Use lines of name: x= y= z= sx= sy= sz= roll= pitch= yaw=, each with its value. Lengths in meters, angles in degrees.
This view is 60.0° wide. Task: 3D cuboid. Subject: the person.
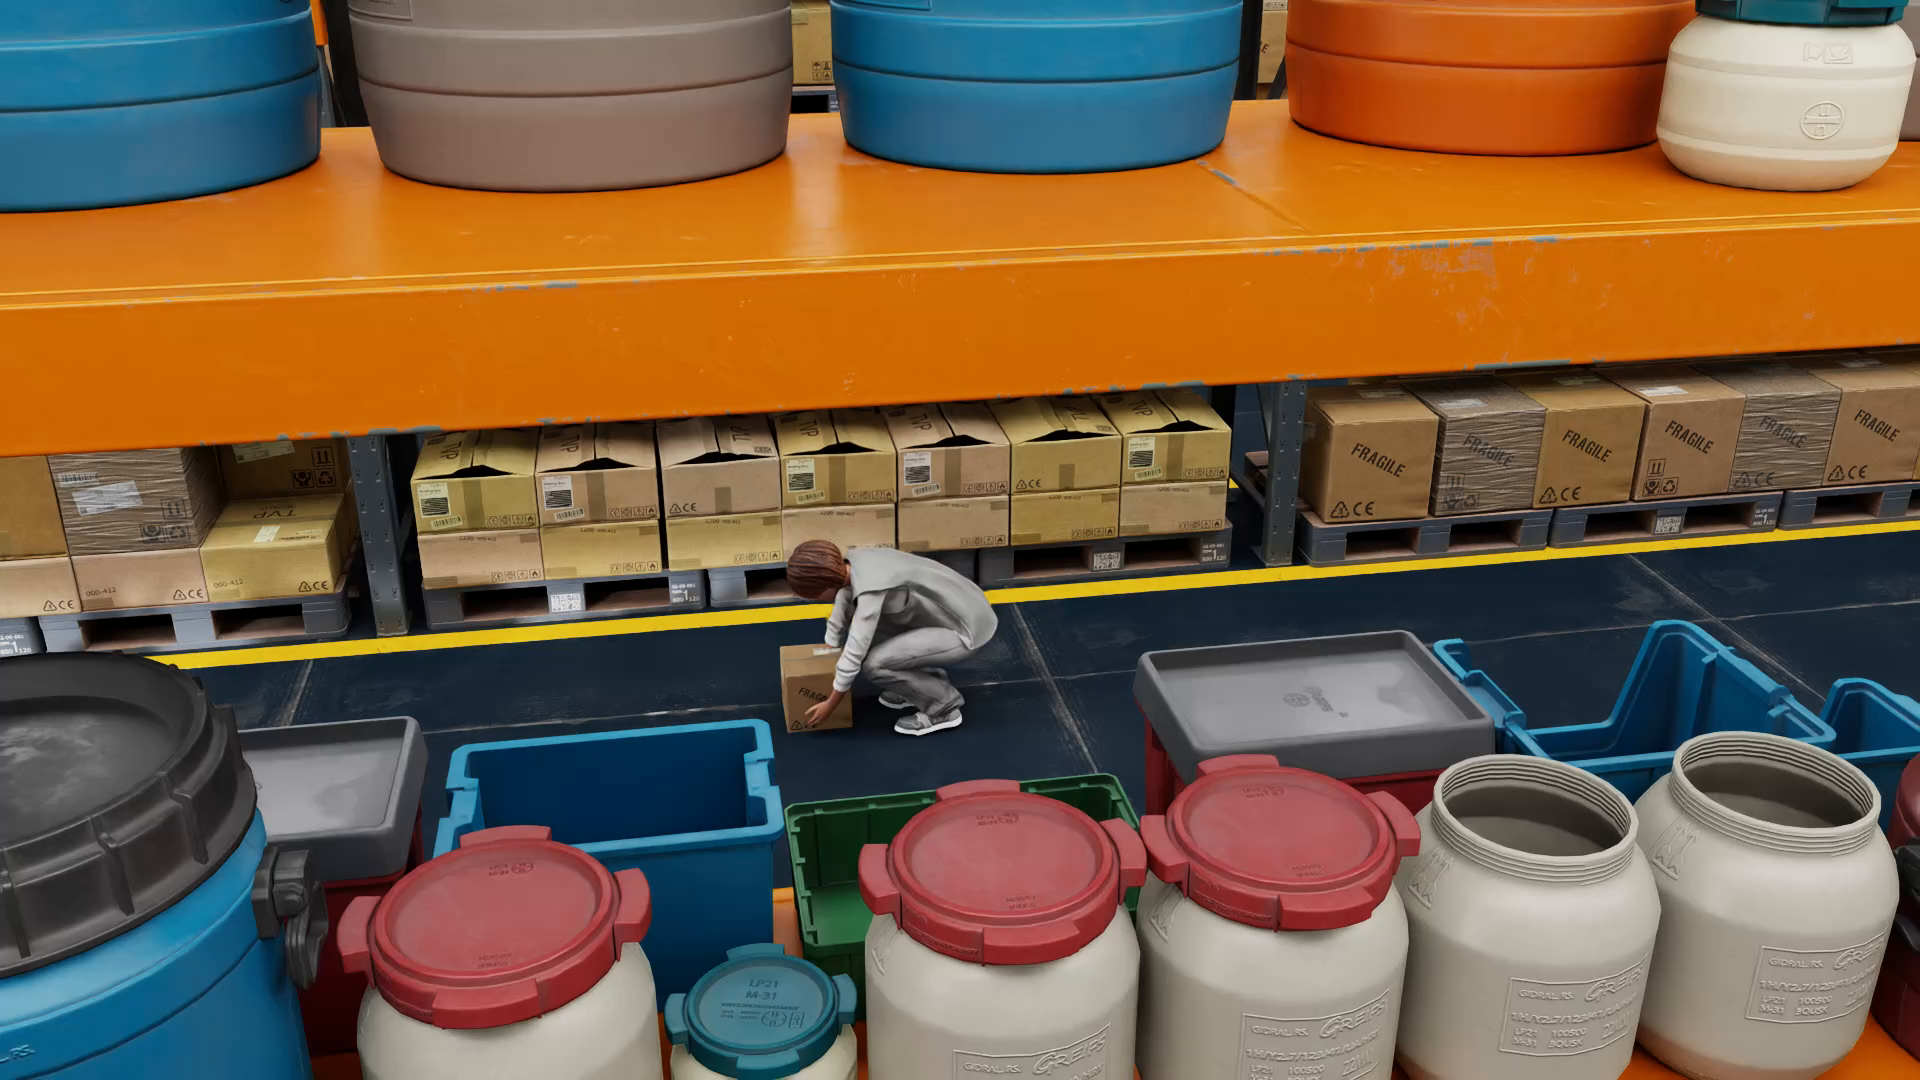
person: x=-0.253 y=0.341 z=6.352 sx=0.803 sy=0.784 sz=0.438 roll=-4 pitch=24 yaw=-9
